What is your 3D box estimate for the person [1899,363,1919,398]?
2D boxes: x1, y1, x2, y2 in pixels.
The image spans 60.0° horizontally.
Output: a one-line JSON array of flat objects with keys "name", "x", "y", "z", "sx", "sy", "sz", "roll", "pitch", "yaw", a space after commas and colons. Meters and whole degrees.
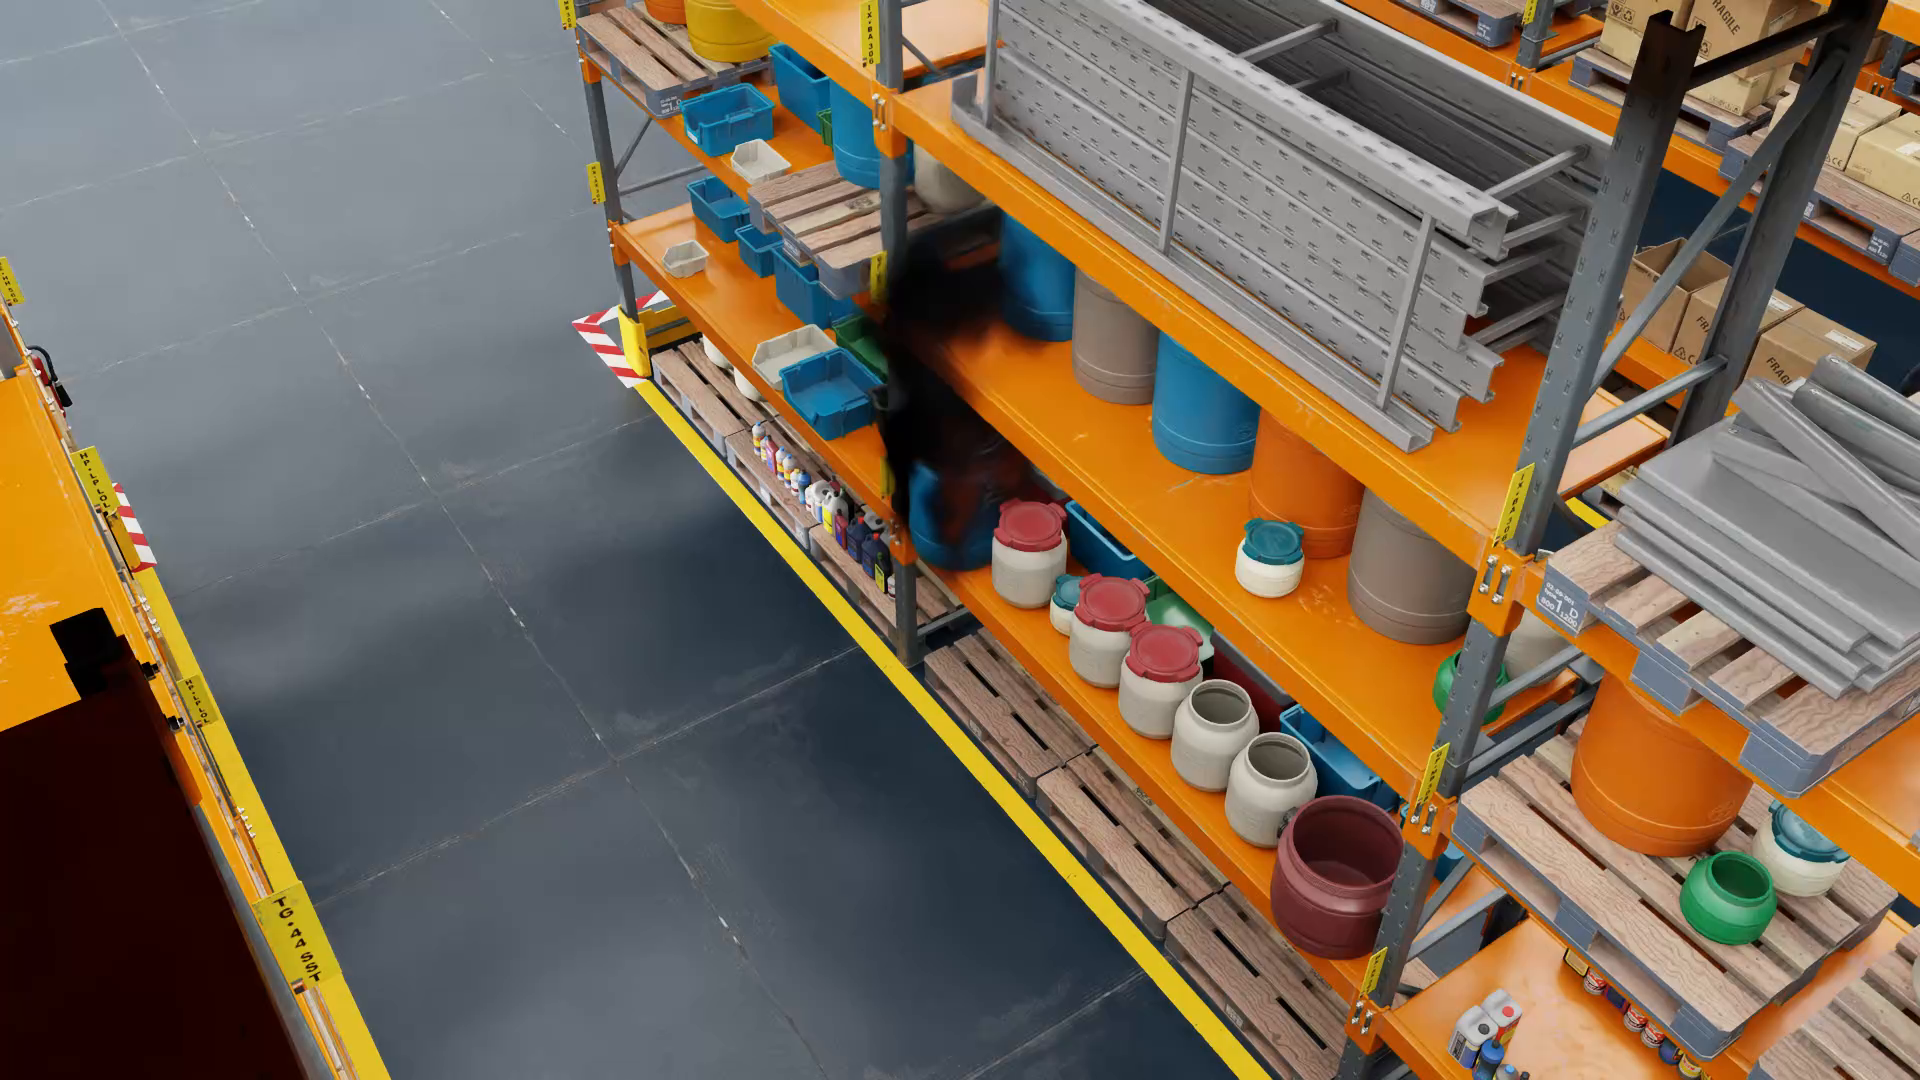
[{"name": "person", "x": 7.191, "y": -1.313, "z": 11.905, "sx": 0.703, "sy": 1.758, "sz": 0.853, "roll": -32, "pitch": 52, "yaw": -30}]
